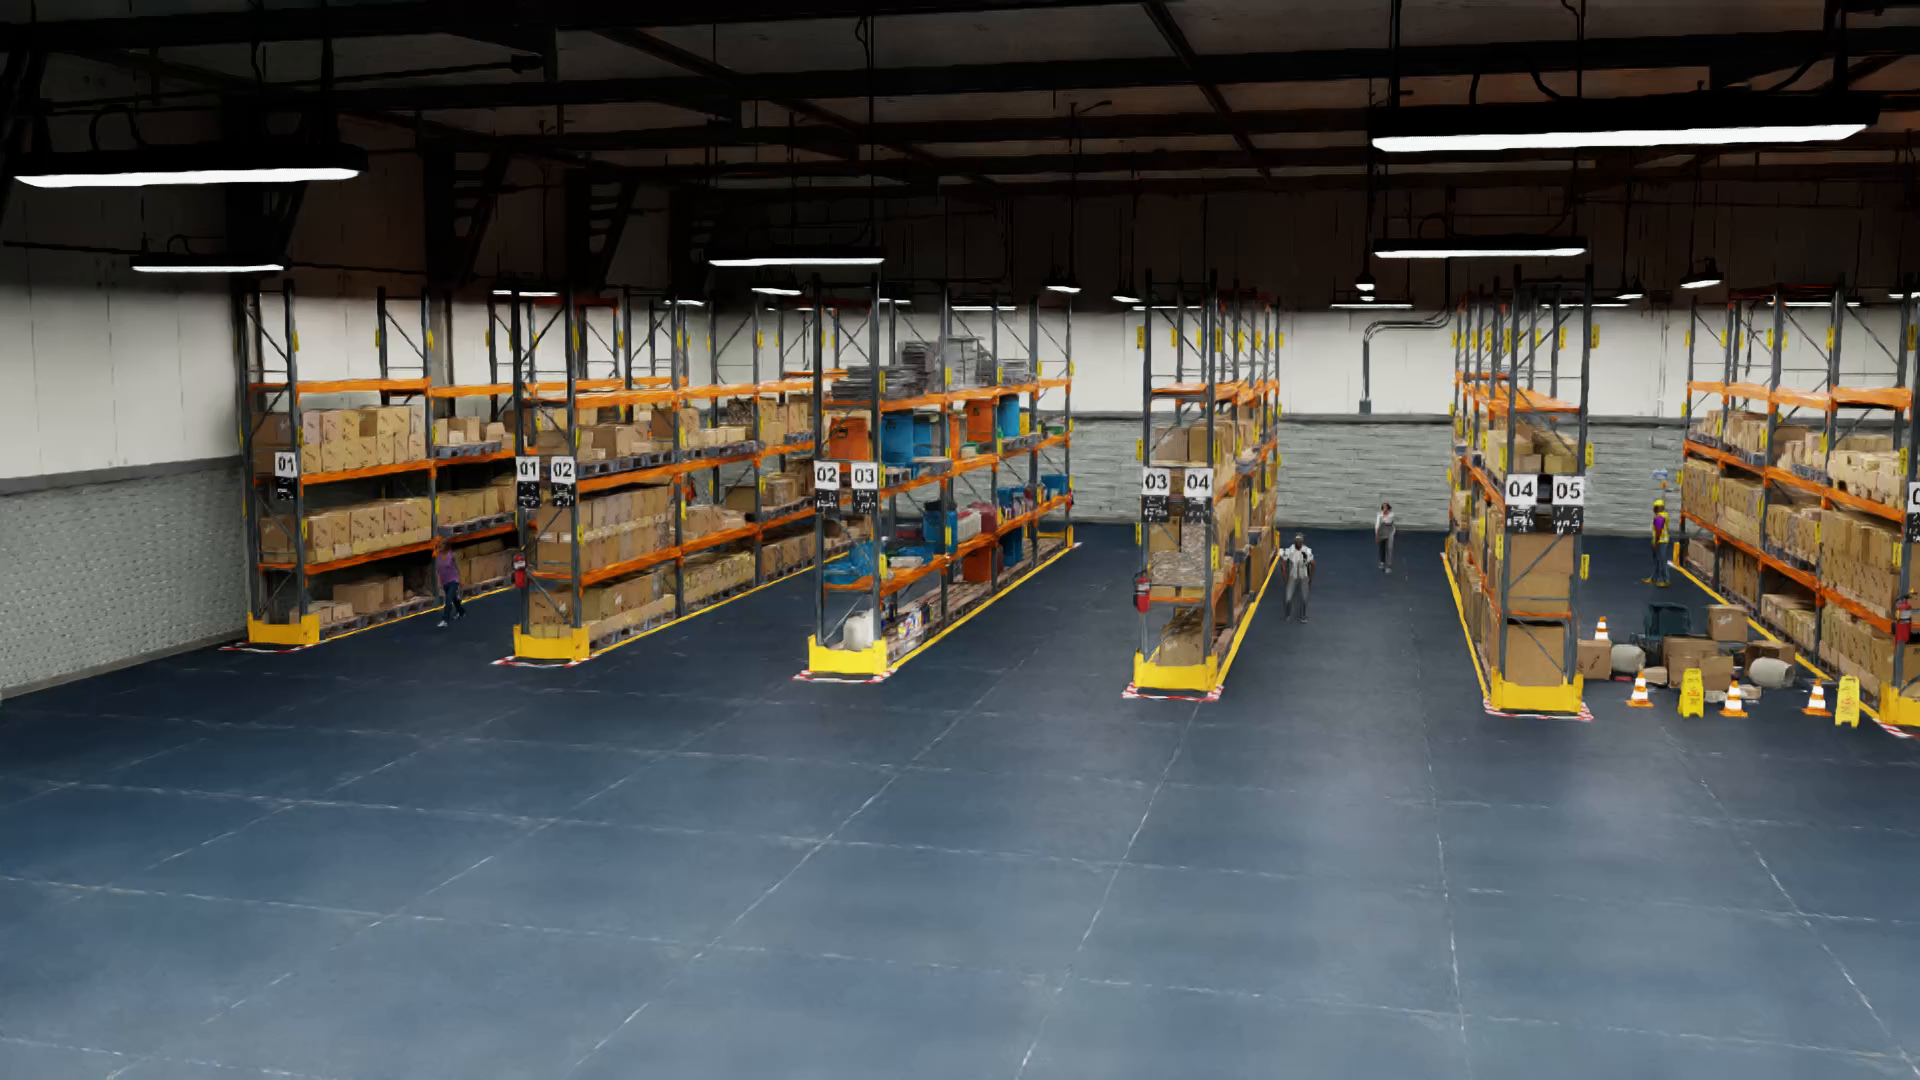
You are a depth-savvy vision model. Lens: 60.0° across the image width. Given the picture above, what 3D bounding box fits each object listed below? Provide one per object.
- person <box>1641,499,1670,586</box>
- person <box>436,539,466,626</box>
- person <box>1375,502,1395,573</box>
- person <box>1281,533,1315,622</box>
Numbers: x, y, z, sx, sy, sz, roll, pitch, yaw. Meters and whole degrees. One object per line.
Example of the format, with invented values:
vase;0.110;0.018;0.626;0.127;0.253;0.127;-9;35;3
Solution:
person;14.294;0.031;34.072;0.583;1.763;0.694;4;8;27
person;-9.033;0.780;29.344;0.417;1.404;1.036;2;7;17
person;9.205;-0.082;36.048;0.417;1.517;1.036;2;7;17
person;6.012;0.656;29.626;0.592;1.629;0.531;1;7;11
